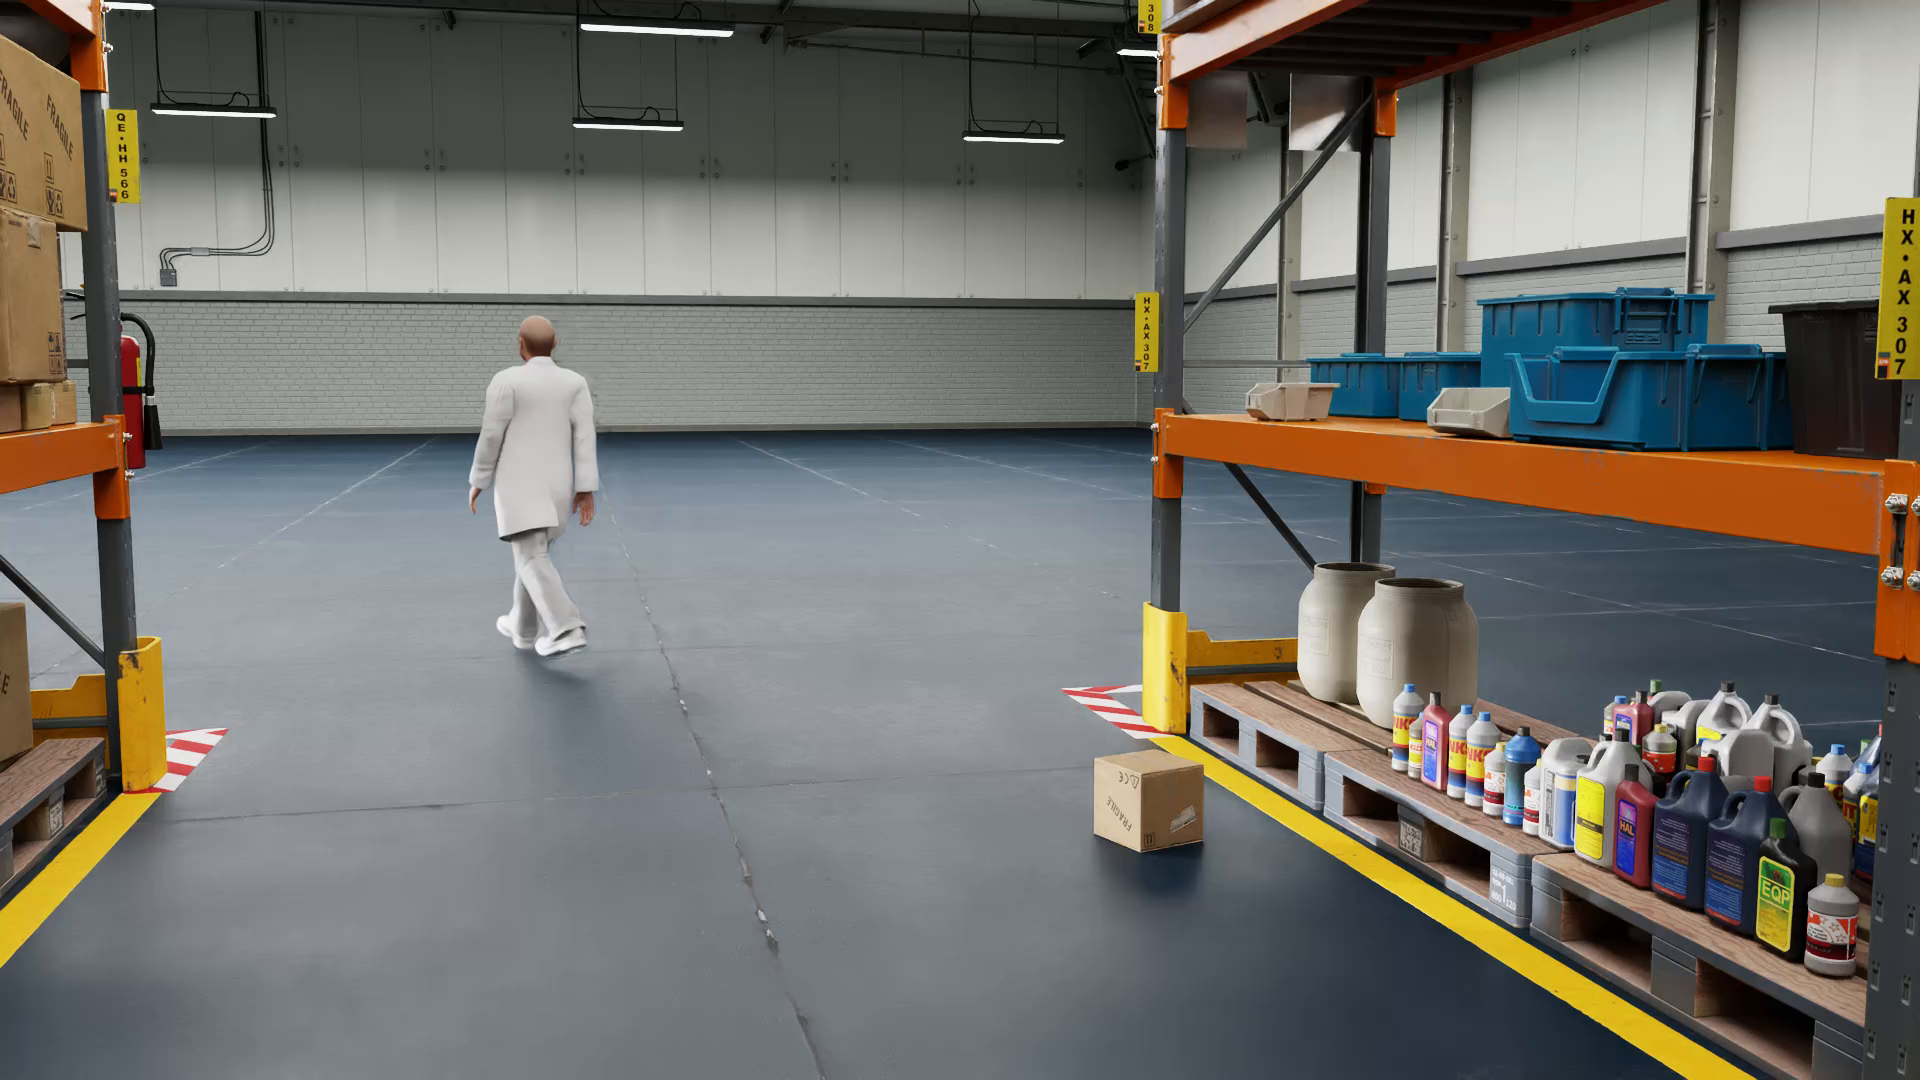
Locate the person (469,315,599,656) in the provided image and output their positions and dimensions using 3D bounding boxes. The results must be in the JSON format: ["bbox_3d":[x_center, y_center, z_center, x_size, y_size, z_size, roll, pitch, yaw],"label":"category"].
[{"bbox_3d":[-2.180,-0.267,8.462,0.574,1.737,1.117,-6,8,-45],"label":"person"}]
